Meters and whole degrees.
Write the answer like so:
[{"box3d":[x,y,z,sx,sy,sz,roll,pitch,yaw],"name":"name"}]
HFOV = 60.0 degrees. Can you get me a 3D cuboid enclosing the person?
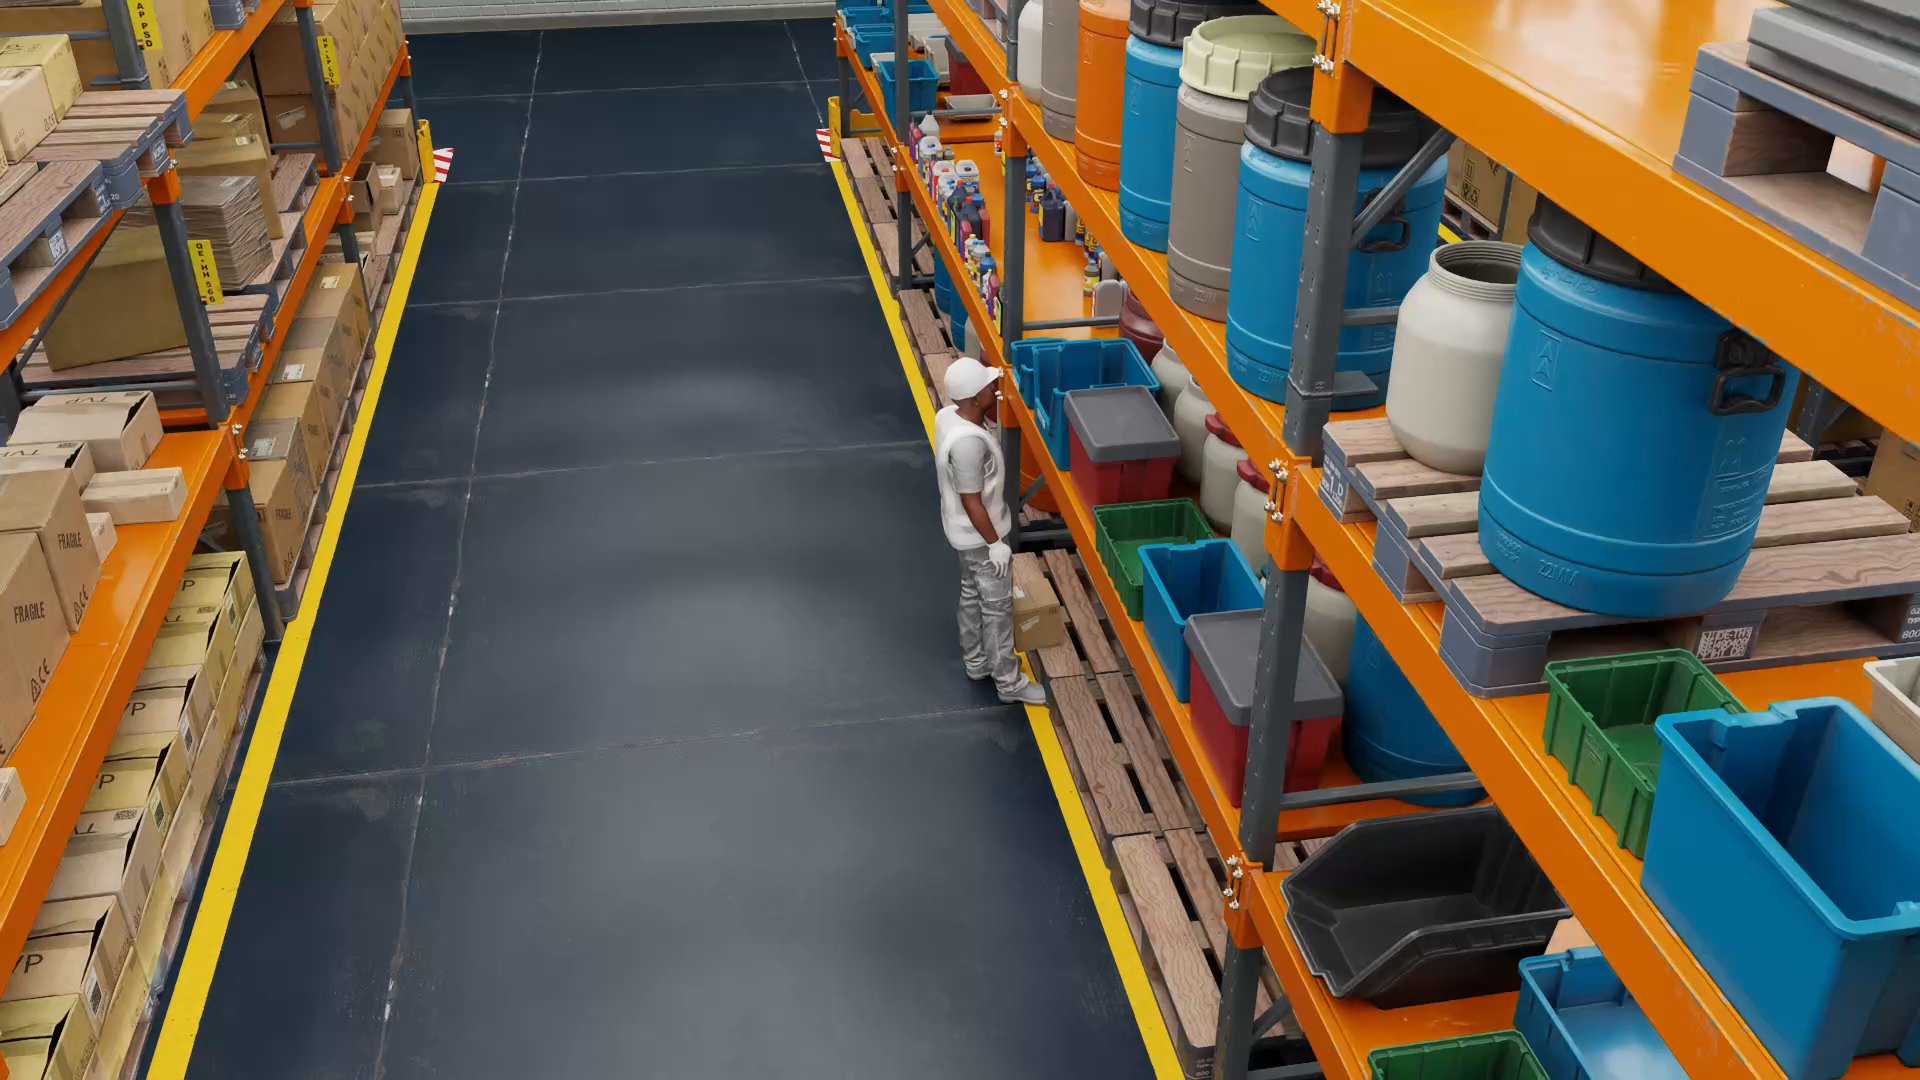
[{"box3d":[0.169,-0.066,8.215,0.575,1.784,0.656,-5,31,-9],"name":"person"}]
